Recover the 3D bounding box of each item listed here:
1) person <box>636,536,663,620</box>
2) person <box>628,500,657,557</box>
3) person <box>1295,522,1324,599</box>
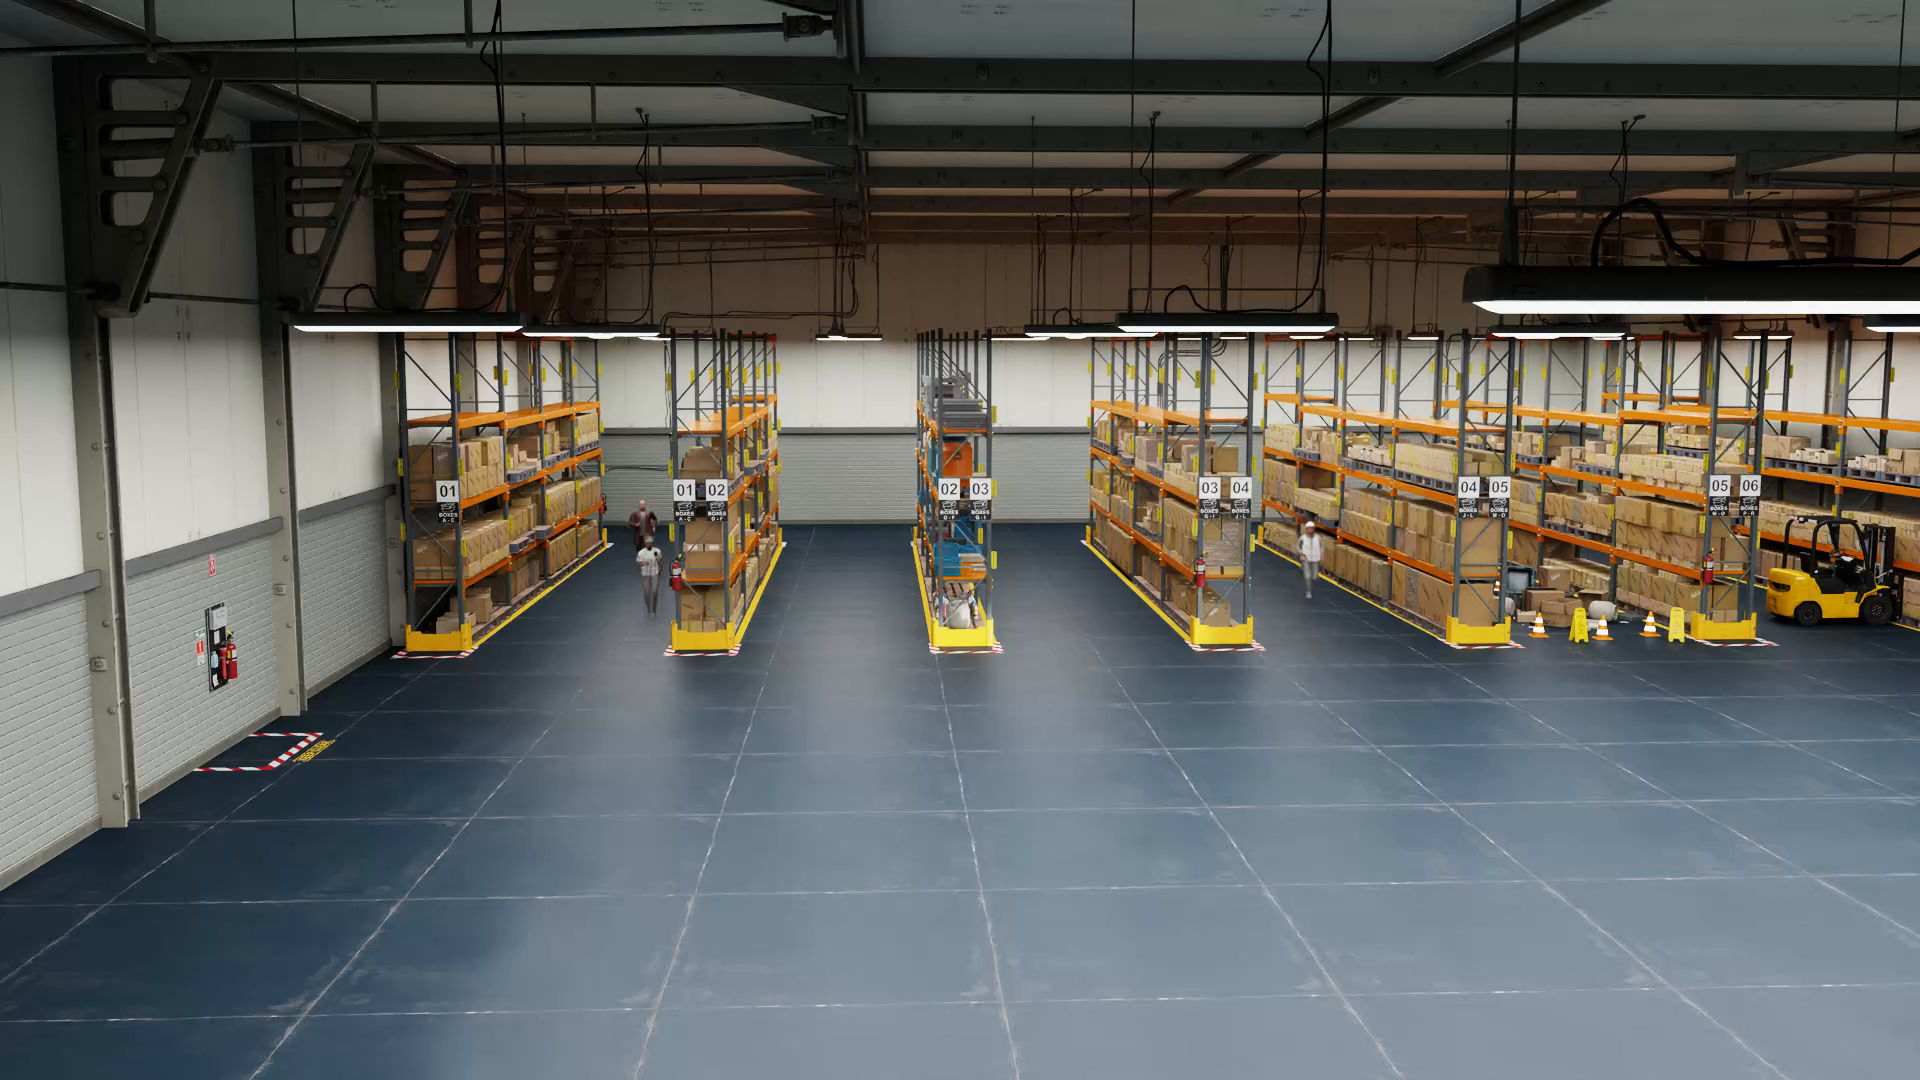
[{"bbox_3d":[-6.508,0.754,34.910,0.557,1.716,0.901,-1,7,-11],"label":"person"},{"bbox_3d":[-8.033,-0.128,42.136,0.715,1.755,1.021,-1,7,-8],"label":"person"},{"bbox_3d":[7.909,0.450,37.583,0.661,1.731,0.584,0,7,3],"label":"person"}]
